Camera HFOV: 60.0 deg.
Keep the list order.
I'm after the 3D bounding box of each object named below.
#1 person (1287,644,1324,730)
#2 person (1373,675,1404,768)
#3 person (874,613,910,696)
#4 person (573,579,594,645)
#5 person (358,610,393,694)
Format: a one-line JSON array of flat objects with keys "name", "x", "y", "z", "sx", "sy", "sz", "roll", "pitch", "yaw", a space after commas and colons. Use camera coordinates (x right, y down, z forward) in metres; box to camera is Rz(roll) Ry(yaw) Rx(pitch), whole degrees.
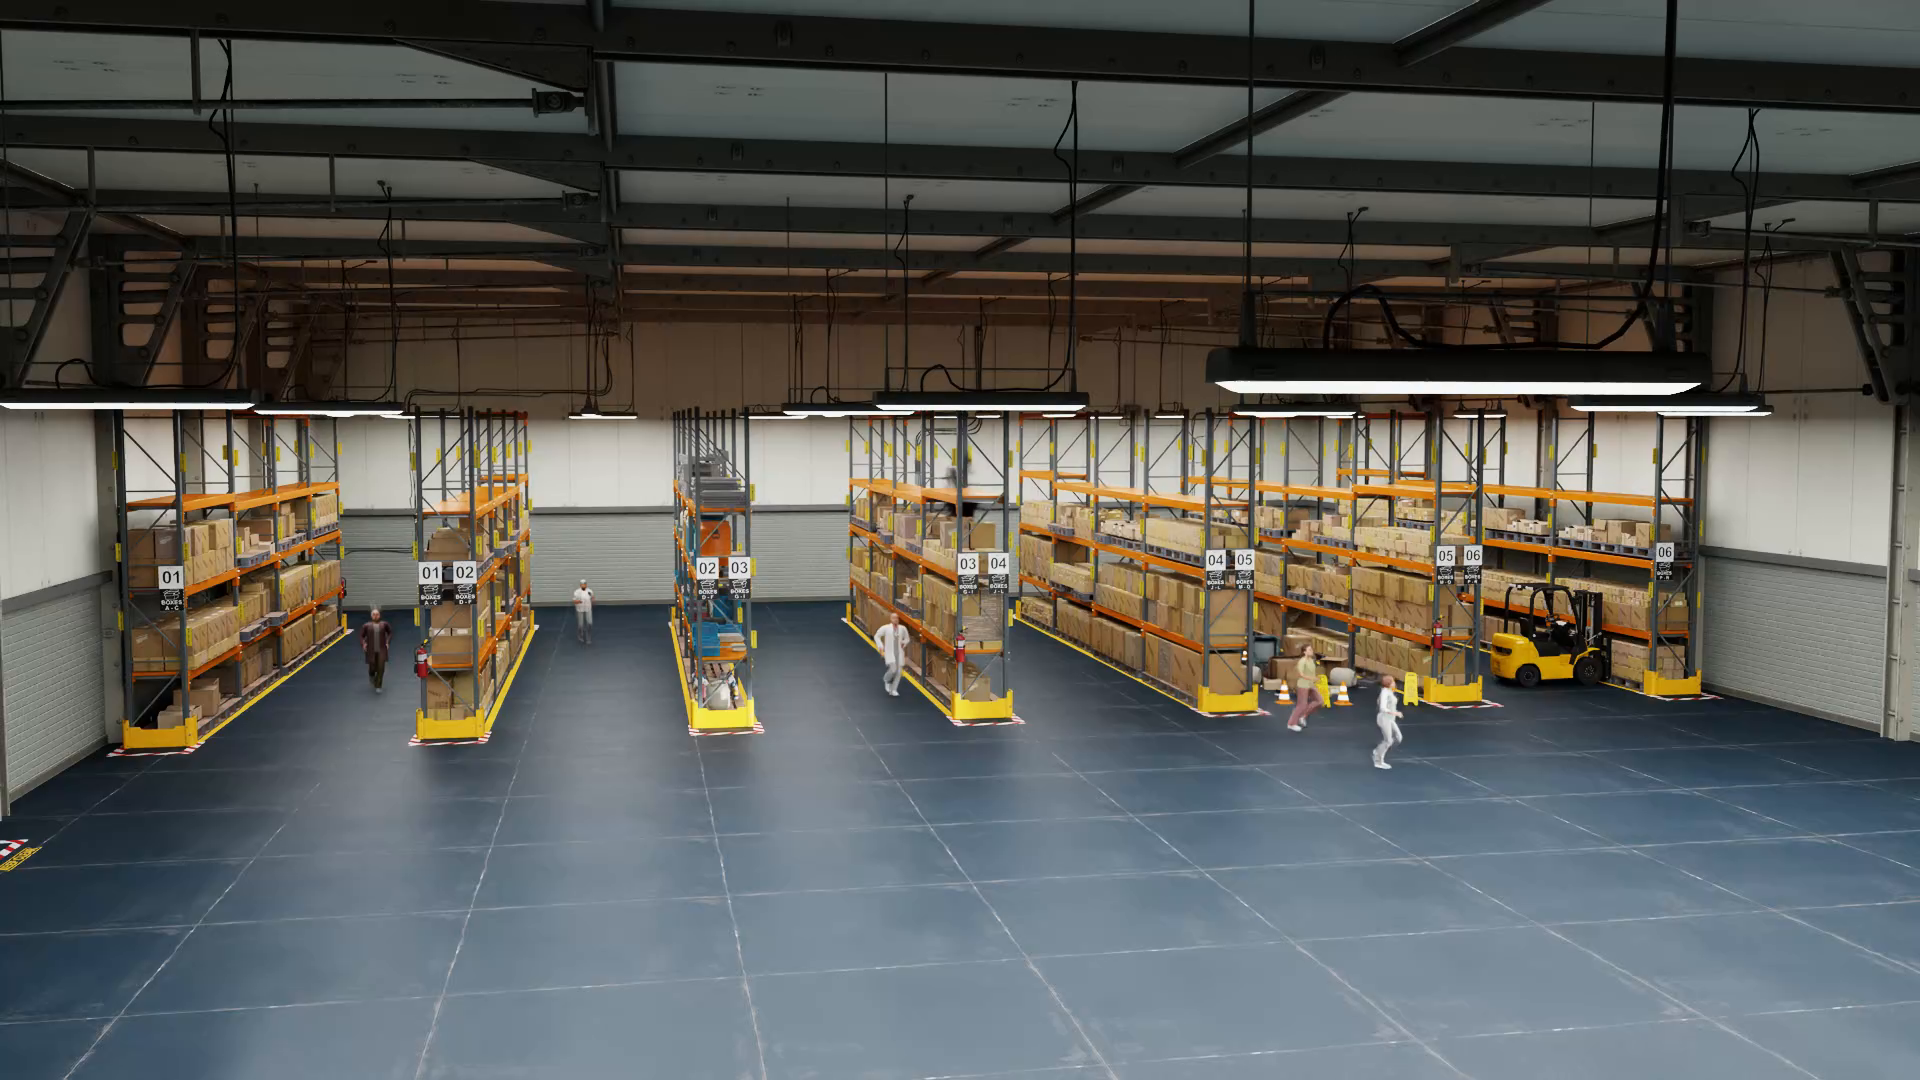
[{"name": "person", "x": 6.409, "y": 2.717, "z": 30.724, "sx": 0.716, "sy": 1.622, "sz": 0.596, "roll": 4, "pitch": 5, "yaw": 42}, {"name": "person", "x": 7.054, "y": 2.993, "z": 27.365, "sx": 0.520, "sy": 1.557, "sz": 0.540, "roll": 2, "pitch": 4, "yaw": 25}, {"name": "person", "x": -1.363, "y": 2.390, "z": 34.634, "sx": 0.714, "sy": 1.736, "sz": 0.616, "roll": -2, "pitch": 4, "yaw": -24}, {"name": "person", "x": -9.686, "y": 1.865, "z": 42.841, "sx": 0.554, "sy": 1.697, "sz": 0.759, "roll": -1, "pitch": 4, "yaw": -18}, {"name": "person", "x": -12.391, "y": 2.354, "z": 35.319, "sx": 0.710, "sy": 1.751, "sz": 0.782, "roll": -2, "pitch": 4, "yaw": -24}]
